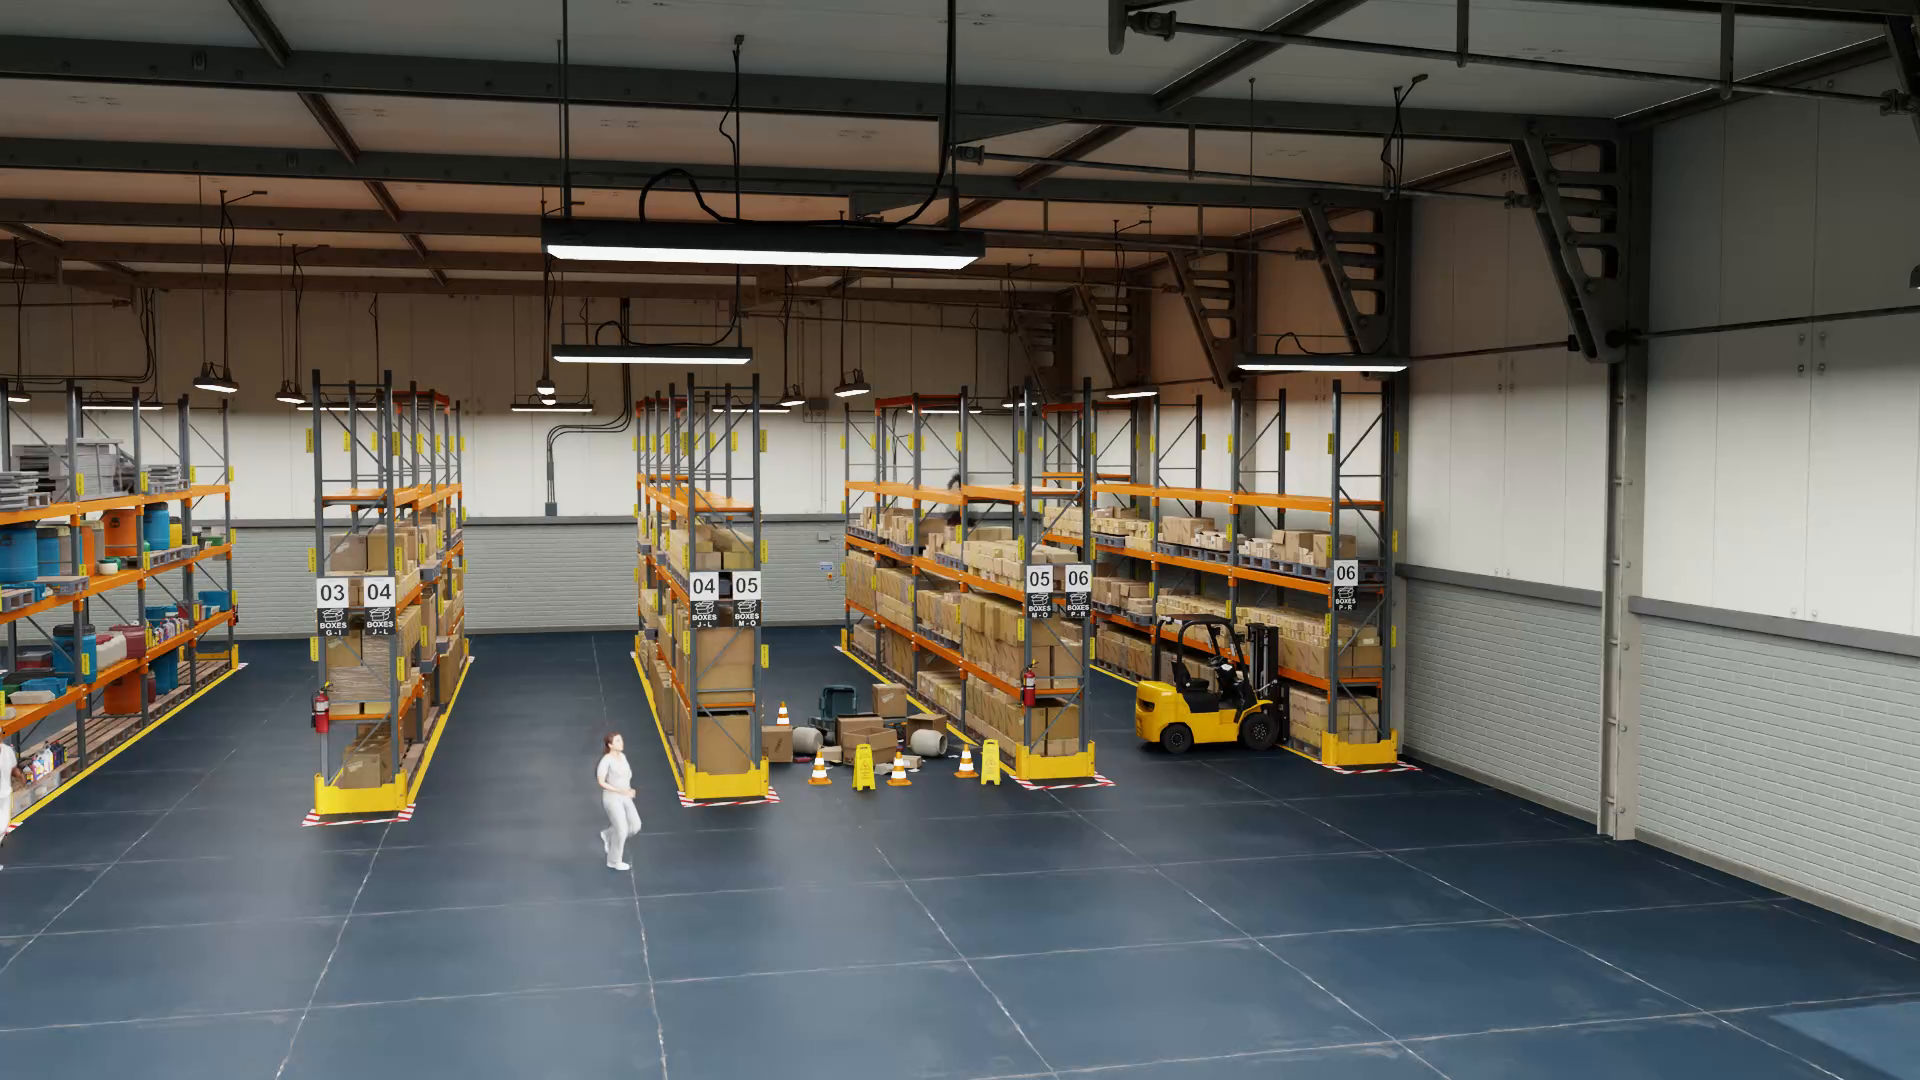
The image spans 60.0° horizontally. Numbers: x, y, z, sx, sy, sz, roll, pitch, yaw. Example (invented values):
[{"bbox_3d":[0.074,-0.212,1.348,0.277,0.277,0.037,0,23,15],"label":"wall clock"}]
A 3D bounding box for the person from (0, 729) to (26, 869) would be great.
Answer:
[{"bbox_3d":[-11.322,3.010,19.526,0.599,1.729,0.682,1,4,22],"label":"person"}]

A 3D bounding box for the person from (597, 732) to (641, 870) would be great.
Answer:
[{"bbox_3d":[-4.046,3.064,19.589,0.566,1.629,0.564,2,4,26],"label":"person"}]
